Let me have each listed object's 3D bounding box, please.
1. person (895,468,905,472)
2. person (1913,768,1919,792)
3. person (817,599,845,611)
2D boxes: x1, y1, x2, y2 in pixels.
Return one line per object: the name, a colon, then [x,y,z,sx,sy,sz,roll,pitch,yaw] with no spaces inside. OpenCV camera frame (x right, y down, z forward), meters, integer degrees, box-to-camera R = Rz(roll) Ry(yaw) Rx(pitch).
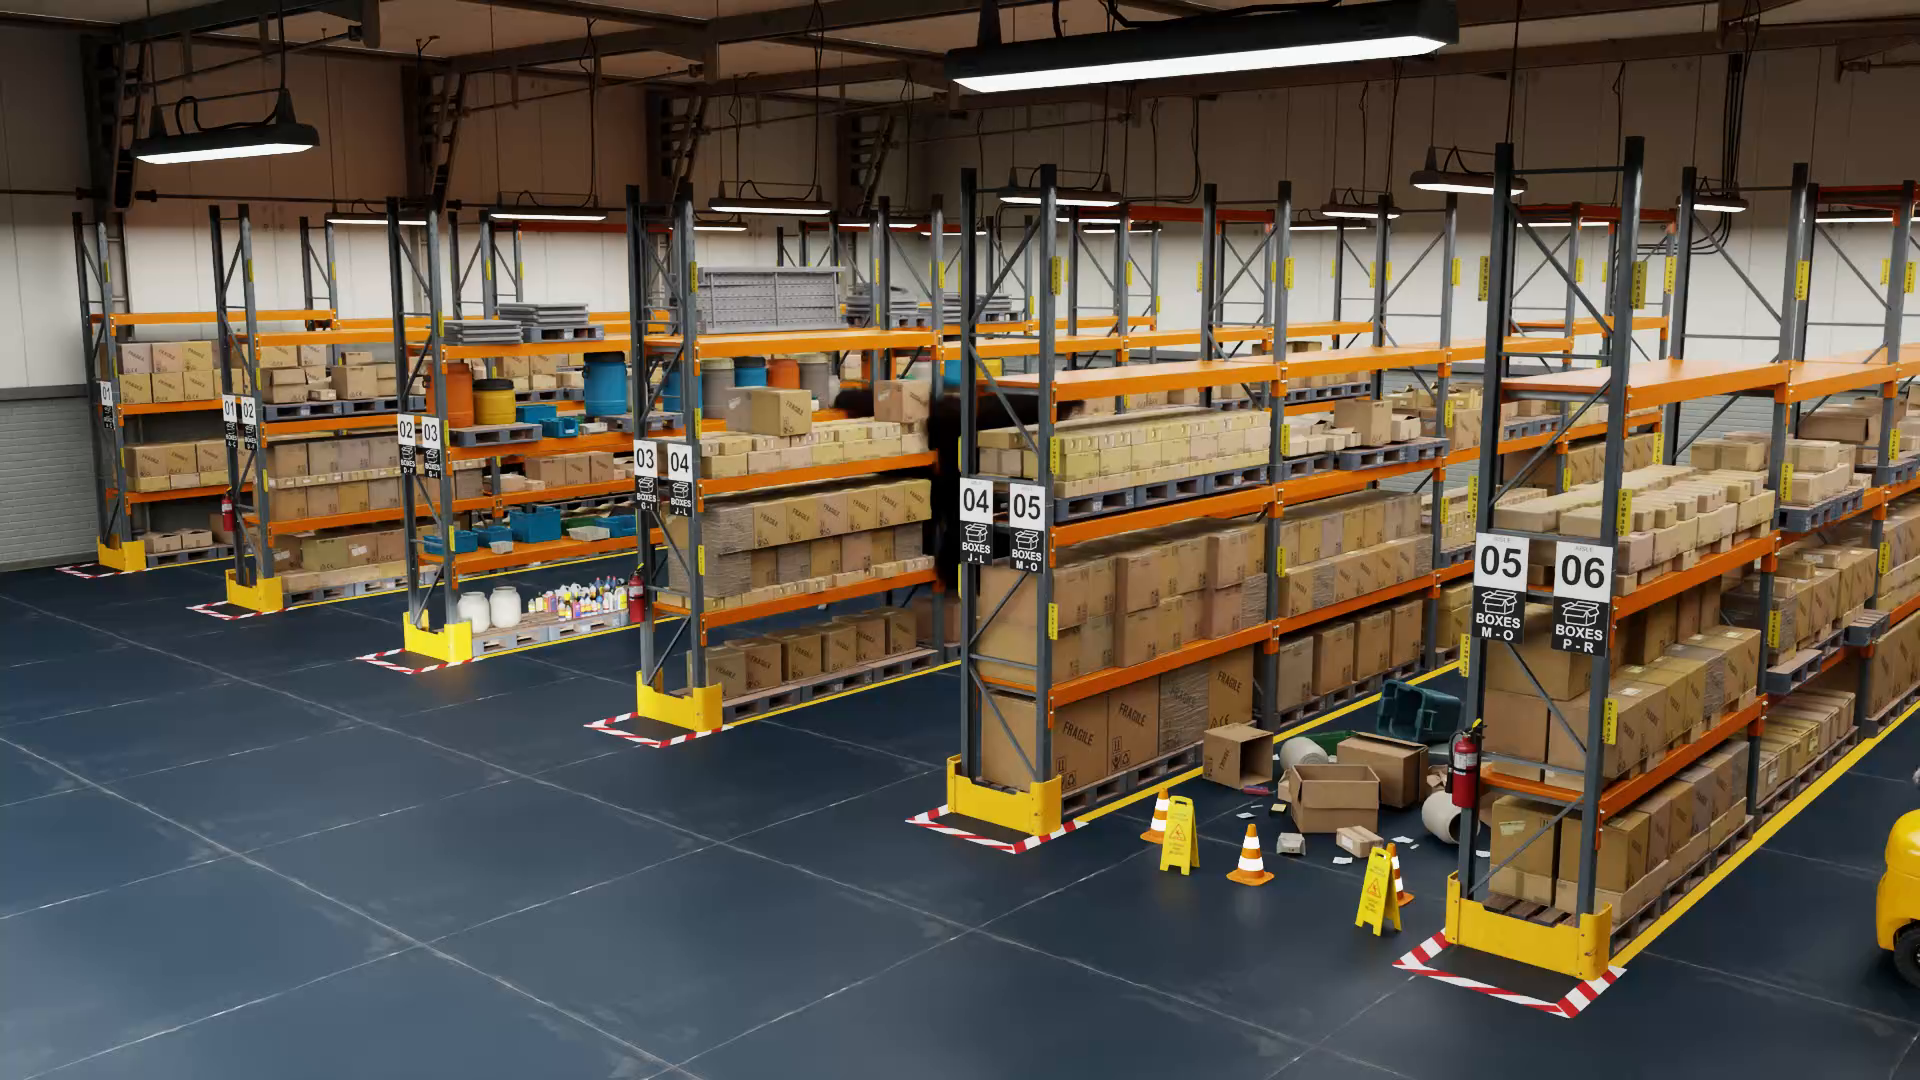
person: [-1.064,-1.015,32.197,0.674,1.673,1.060,7,12,37]
person: [8.564,1.945,14.402,0.598,1.753,0.664,1,10,4]
person: [-1.817,0.119,23.554,0.551,1.755,0.887,4,10,24]
